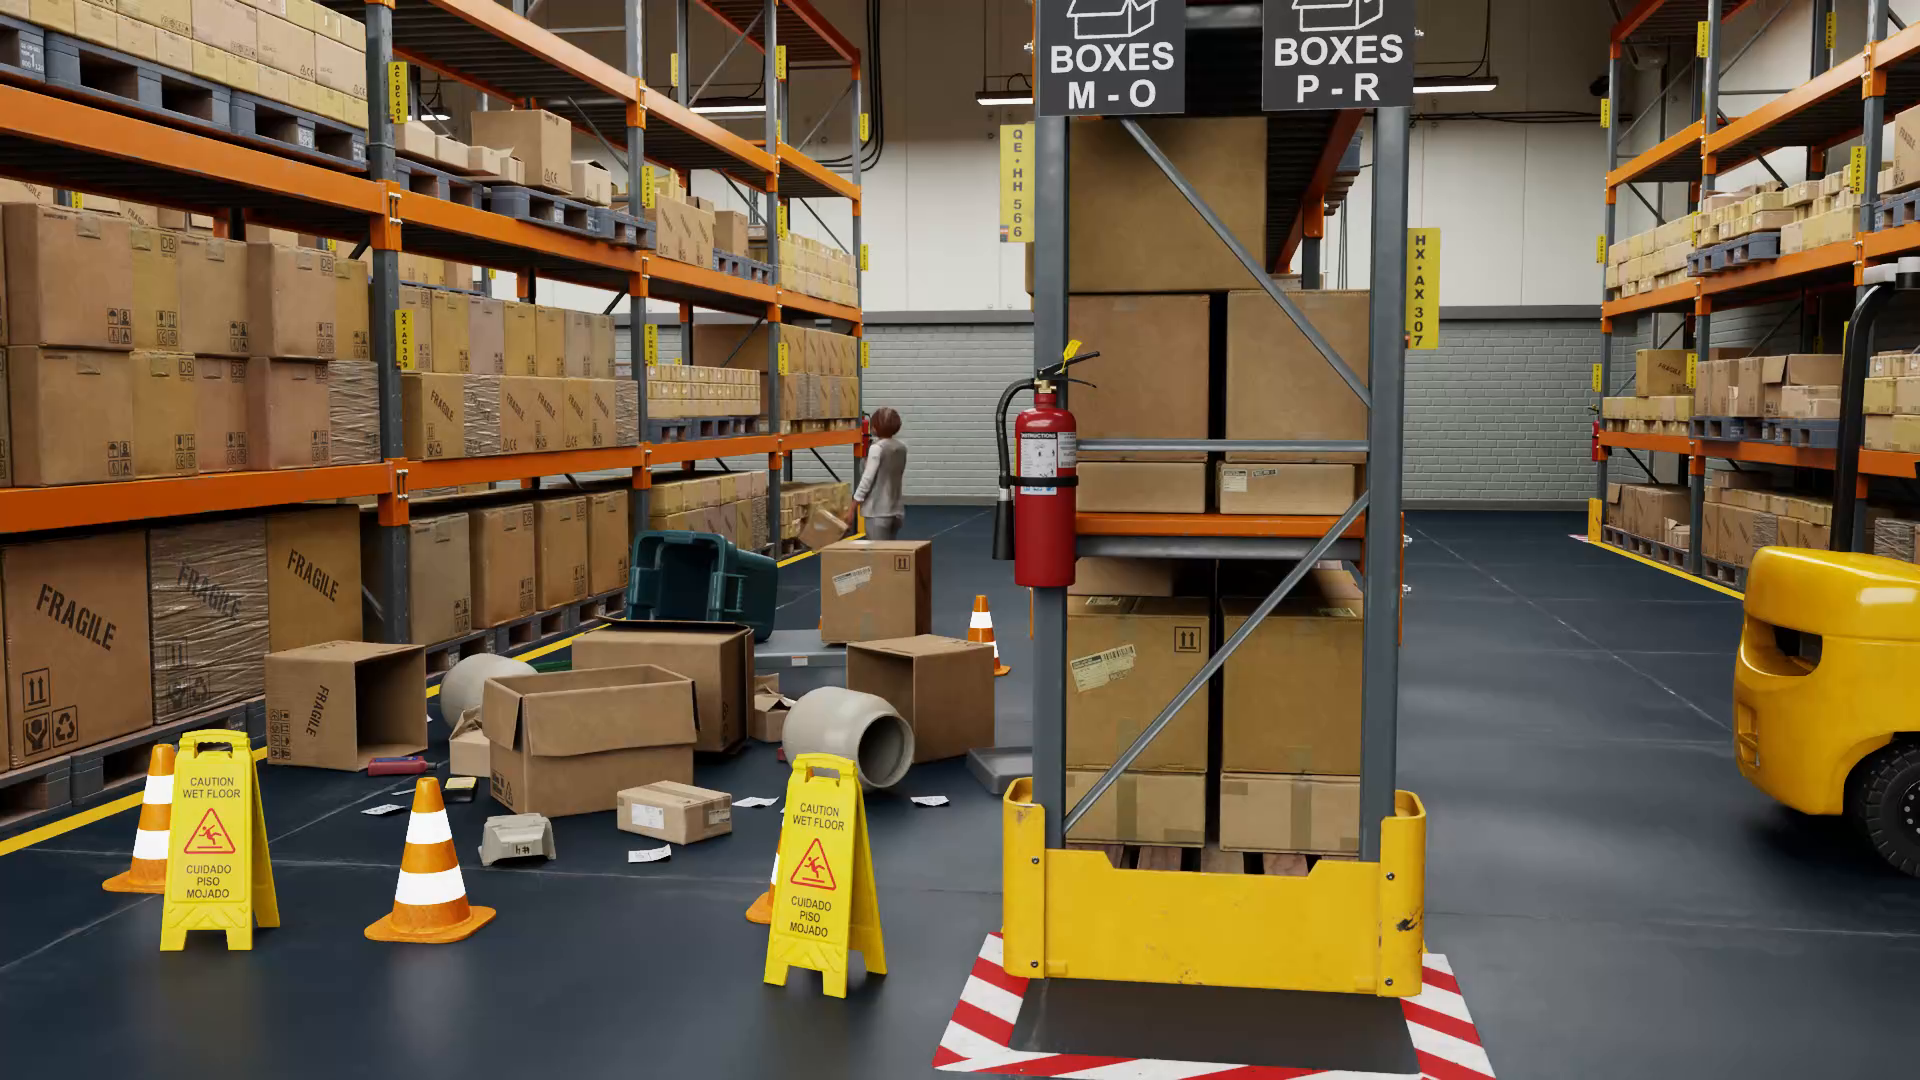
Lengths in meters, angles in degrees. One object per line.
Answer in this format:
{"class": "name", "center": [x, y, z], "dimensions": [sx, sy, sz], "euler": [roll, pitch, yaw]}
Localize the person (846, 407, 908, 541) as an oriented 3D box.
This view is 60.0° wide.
{"class": "person", "center": [-0.619, -0.164, 12.042], "dimensions": [0.485, 1.597, 0.458], "euler": [3, 5, 31]}
